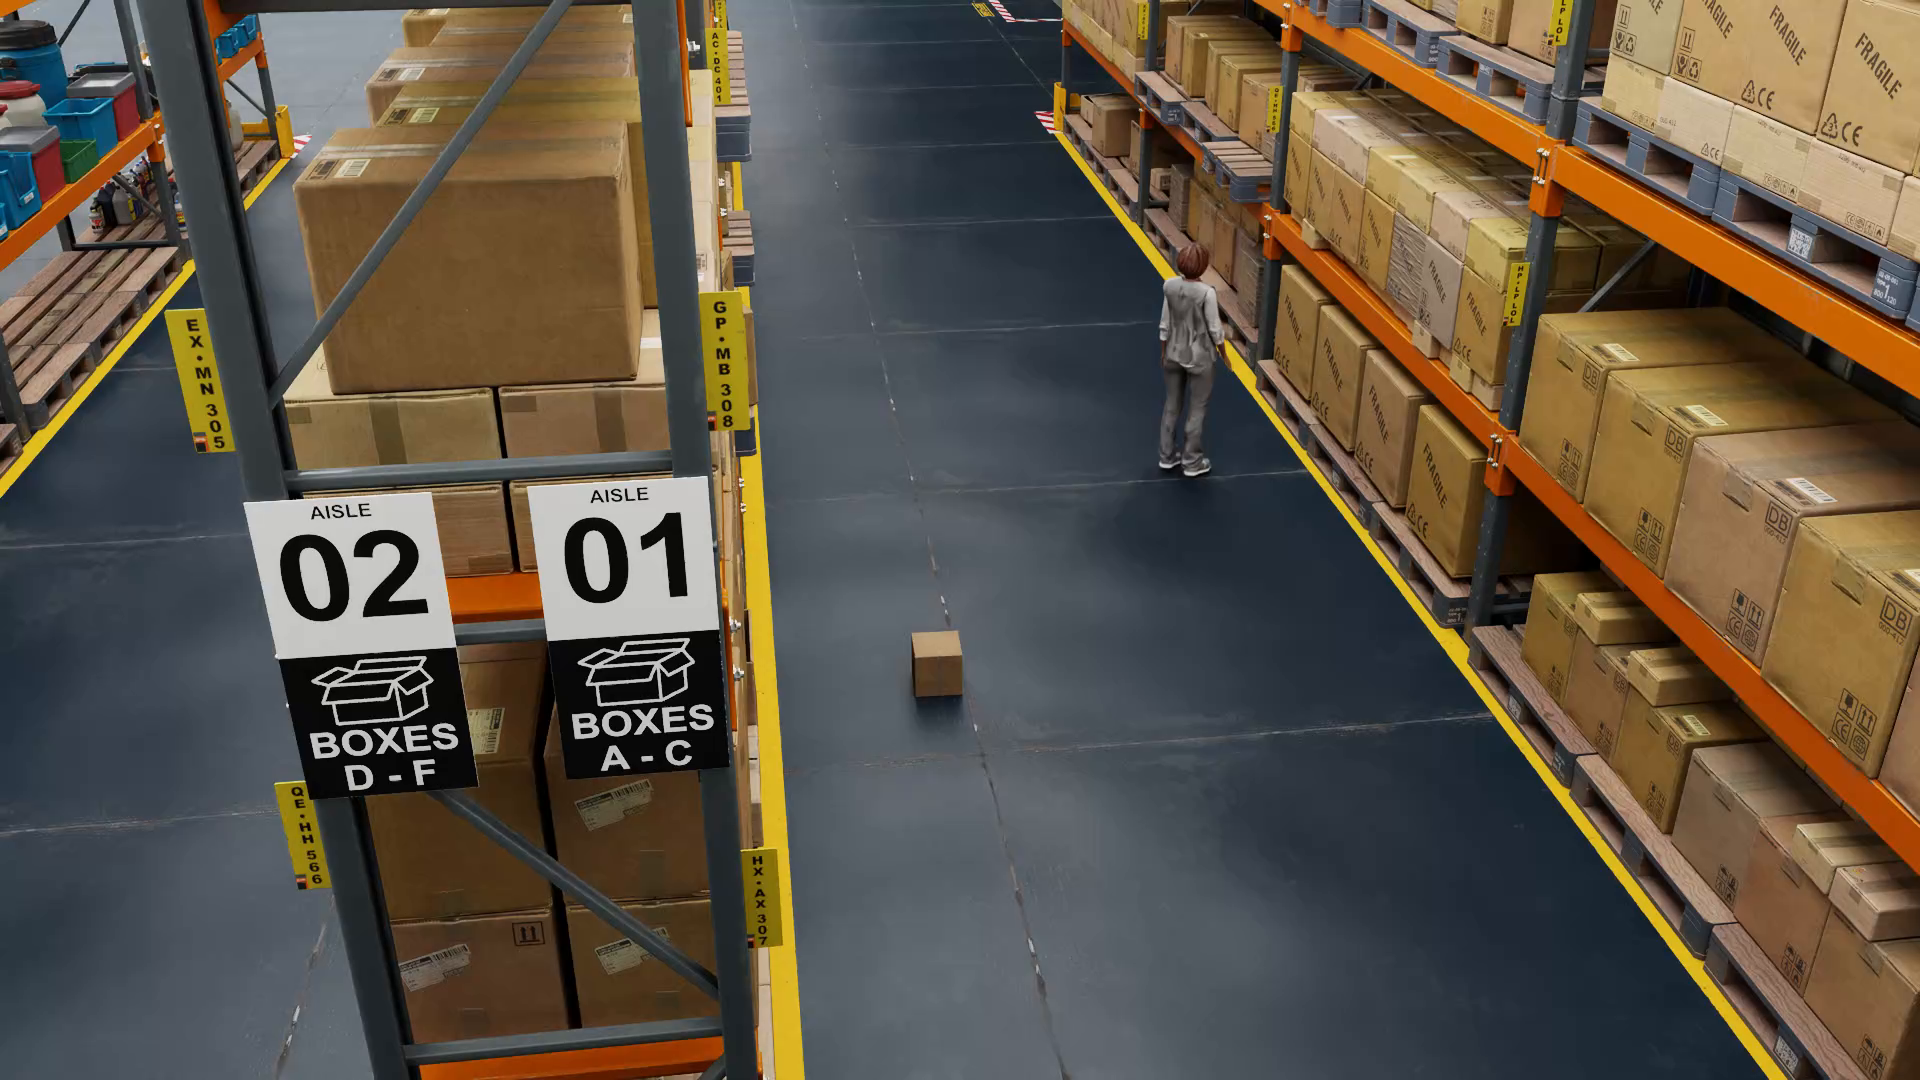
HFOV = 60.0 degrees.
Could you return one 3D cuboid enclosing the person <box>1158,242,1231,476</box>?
[{"bbox_3d":[1.513,-1.171,10.843,0.439,1.616,0.366,20,33,33],"label":"person"}]
